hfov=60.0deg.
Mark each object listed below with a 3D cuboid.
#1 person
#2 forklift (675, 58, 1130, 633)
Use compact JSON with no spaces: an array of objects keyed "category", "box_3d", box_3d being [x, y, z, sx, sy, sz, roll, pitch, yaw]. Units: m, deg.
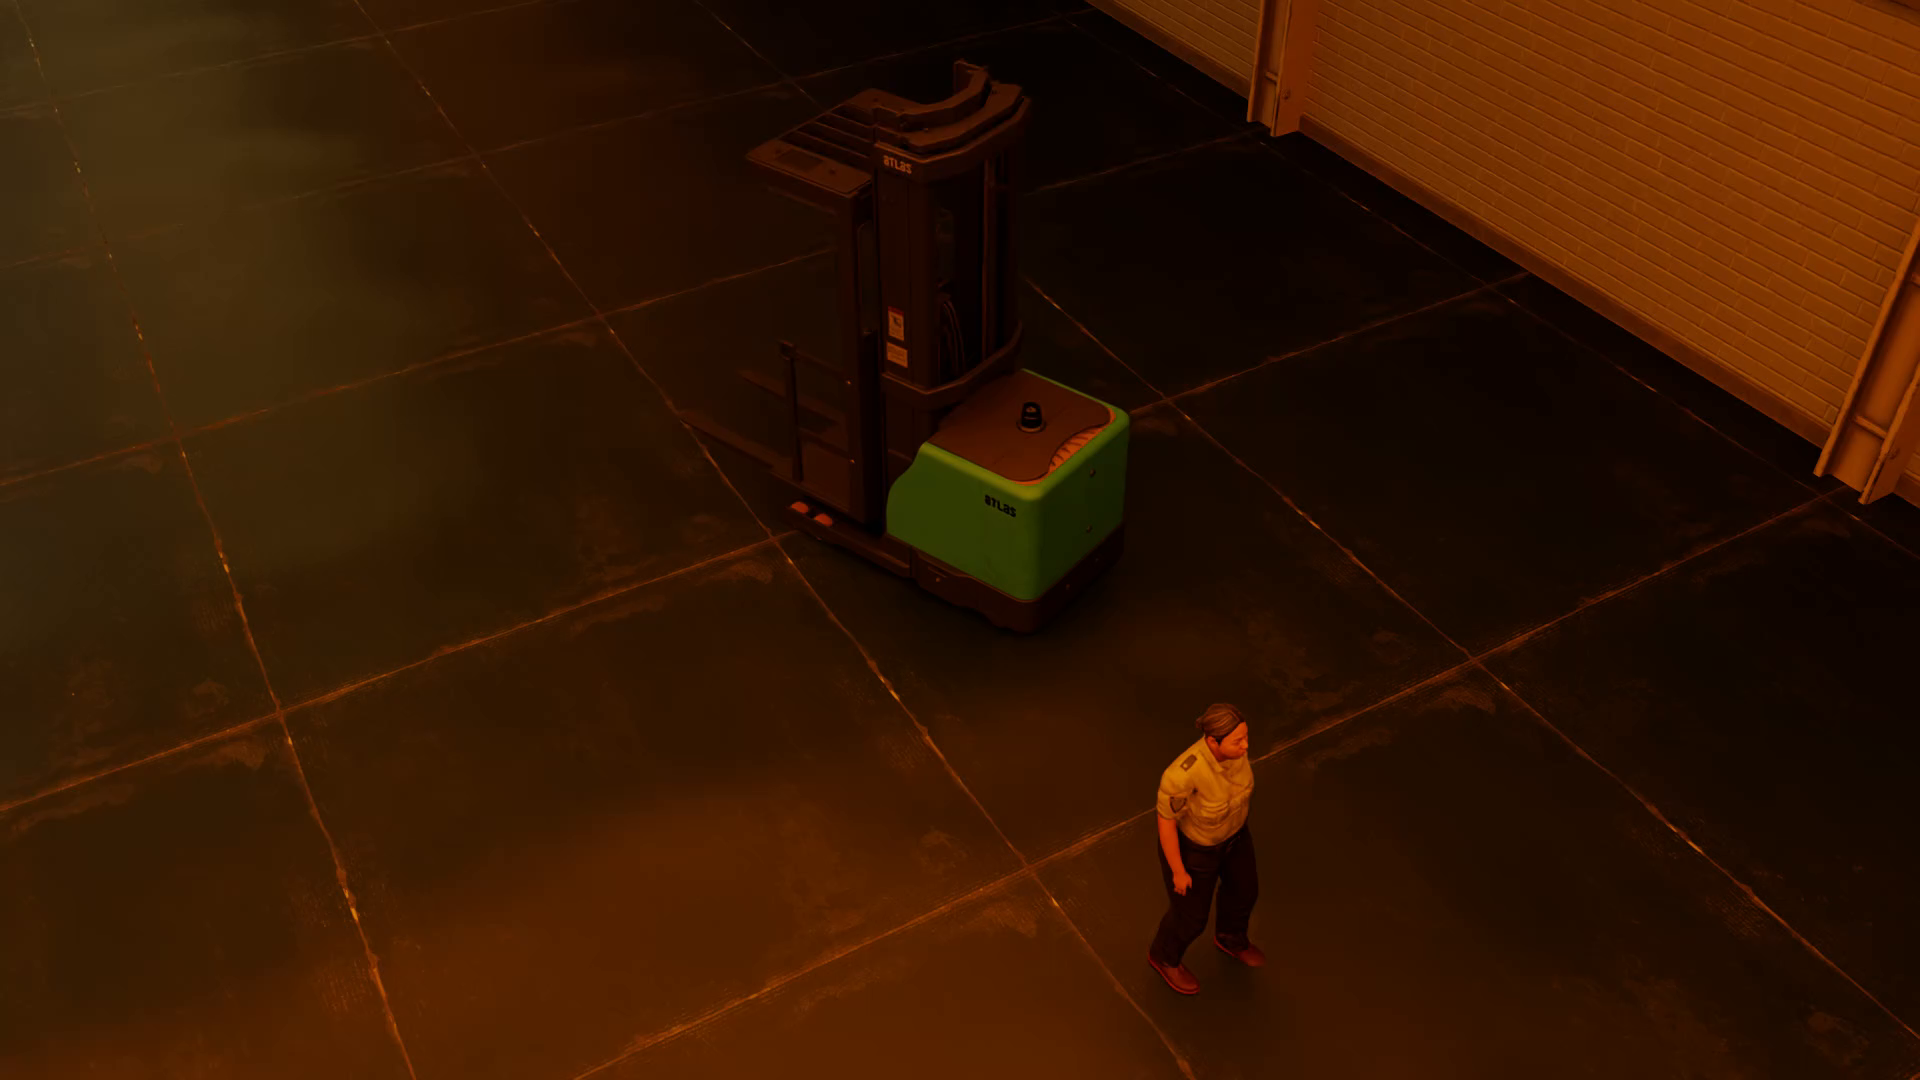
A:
[{"category":"person","box_3d":[1.146,1.401,7.404,0.556,1.668,0.475,-30,48,-31]},{"category":"forklift","box_3d":[-0.481,-1.366,9.683,3.031,2.935,1.130,26,46,28]}]
